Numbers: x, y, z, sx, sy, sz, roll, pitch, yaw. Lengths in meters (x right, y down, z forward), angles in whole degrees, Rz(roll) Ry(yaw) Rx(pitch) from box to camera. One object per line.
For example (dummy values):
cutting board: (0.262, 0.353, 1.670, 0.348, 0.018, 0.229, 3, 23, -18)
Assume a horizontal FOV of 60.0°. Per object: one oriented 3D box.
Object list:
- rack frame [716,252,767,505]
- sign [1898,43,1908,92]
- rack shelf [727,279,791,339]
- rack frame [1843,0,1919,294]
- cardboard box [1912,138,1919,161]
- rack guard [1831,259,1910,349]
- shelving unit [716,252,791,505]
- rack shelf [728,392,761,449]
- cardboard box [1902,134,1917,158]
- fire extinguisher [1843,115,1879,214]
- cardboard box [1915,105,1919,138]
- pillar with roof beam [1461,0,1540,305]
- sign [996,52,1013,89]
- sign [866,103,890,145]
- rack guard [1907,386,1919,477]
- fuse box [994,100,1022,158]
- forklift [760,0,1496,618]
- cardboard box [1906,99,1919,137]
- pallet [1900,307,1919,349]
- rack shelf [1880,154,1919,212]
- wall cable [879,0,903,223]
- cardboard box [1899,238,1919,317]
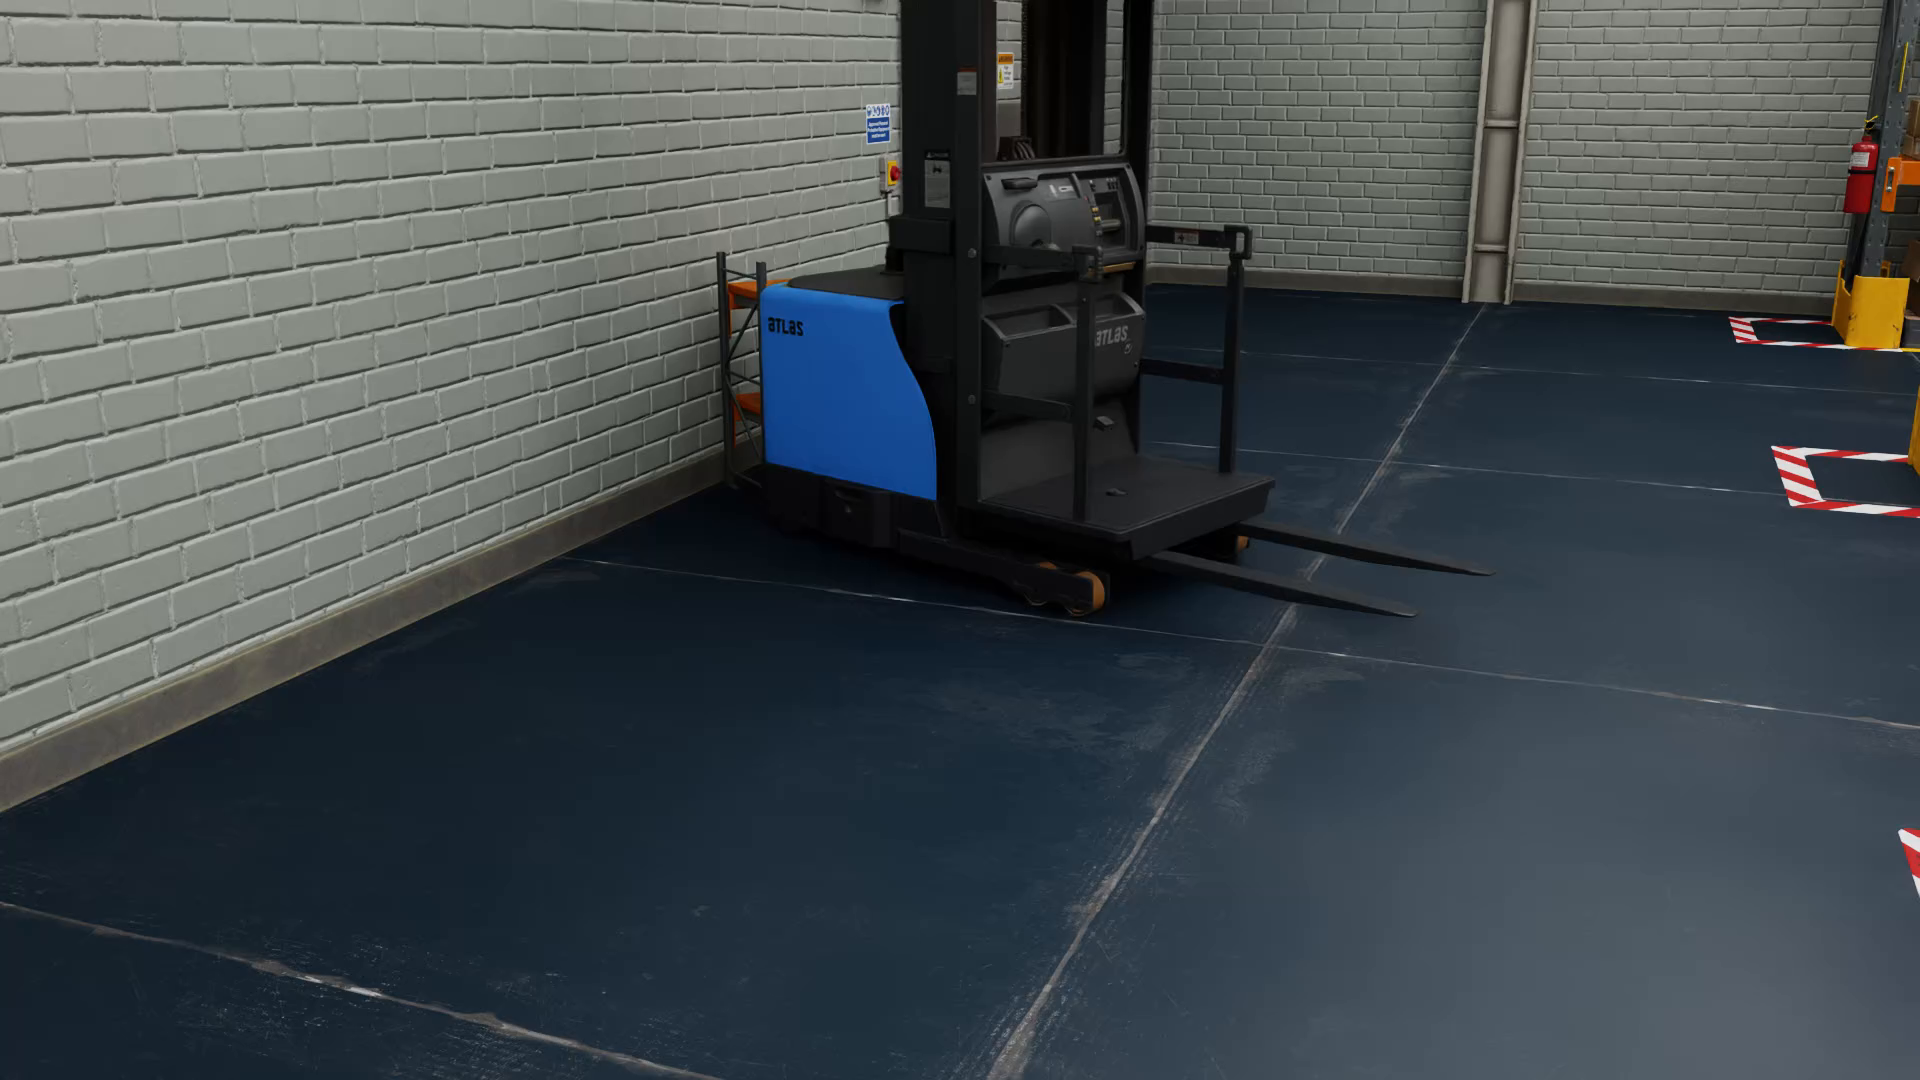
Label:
rack frame: (-1.002, -0.752, 7.745, 0.032, 1.125, 0.500, -9, 19, -29)
sign: (6.482, -3.248, 11.429, 0.005, 0.325, 0.100, 6, 17, 21)
rack shelf: (-0.565, -1.105, 7.913, 1.000, 0.278, 0.538, -9, 19, -29)
rack frame: (6.681, -2.973, 12.035, 0.127, 3.000, 1.000, 6, 17, 21)
cardboard box: (6.886, -2.748, 11.709, 0.250, 0.149, 0.380, 6, 17, 20)
rack guard: (6.751, -1.765, 12.357, 0.348, 0.500, 1.175, 6, 17, 21)
shelving unit: (-0.565, -0.824, 7.994, 1.048, 1.125, 0.538, -9, 19, -29)
rack shelf: (-0.565, -0.589, 8.063, 1.000, 0.278, 0.538, -9, 19, -29)
cardboard box: (7.087, -2.888, 12.193, 0.250, 0.149, 0.380, 6, 17, 20)
fire extinguisher: (6.374, -2.652, 11.737, 0.183, 0.674, 0.296, 6, 17, 21)
cardboard box: (7.004, -2.928, 11.614, 0.500, 0.250, 0.500, 6, 17, 21)
pillar with roof beam: (2.923, -5.247, 9.108, 0.400, 9.000, 9.100, 6, 17, 21)
sign: (0.302, -3.190, 11.299, 0.001, 0.242, 0.339, 6, 17, 21)
sign: (-0.466, -2.380, 9.506, 0.001, 0.218, 0.327, 6, 17, 21)
rack guard: (4.840, -0.487, 7.956, 0.348, 0.500, 1.175, 6, 17, 21)
fuse box: (0.515, -2.167, 11.570, 0.414, 1.711, 0.539, 6, 17, 21)
forklift: (0.575, -1.289, 6.355, 3.031, 2.935, 1.130, 14, 21, 39)
cardboard box: (7.206, -3.066, 12.089, 0.500, 0.250, 0.500, 7, 18, 22)
pallet: (7.493, -1.545, 12.117, 1.213, 0.211, 1.003, 6, 17, 21)
rack shelf: (8.541, -2.423, 11.430, 4.000, 0.370, 1.077, 6, 17, 21)
wall cable: (-0.391, -2.759, 9.419, 0.123, 1.953, 0.585, 6, 17, 21)
cardboard box: (7.215, -1.889, 12.024, 0.637, 0.503, 0.797, 6, 17, 18)
